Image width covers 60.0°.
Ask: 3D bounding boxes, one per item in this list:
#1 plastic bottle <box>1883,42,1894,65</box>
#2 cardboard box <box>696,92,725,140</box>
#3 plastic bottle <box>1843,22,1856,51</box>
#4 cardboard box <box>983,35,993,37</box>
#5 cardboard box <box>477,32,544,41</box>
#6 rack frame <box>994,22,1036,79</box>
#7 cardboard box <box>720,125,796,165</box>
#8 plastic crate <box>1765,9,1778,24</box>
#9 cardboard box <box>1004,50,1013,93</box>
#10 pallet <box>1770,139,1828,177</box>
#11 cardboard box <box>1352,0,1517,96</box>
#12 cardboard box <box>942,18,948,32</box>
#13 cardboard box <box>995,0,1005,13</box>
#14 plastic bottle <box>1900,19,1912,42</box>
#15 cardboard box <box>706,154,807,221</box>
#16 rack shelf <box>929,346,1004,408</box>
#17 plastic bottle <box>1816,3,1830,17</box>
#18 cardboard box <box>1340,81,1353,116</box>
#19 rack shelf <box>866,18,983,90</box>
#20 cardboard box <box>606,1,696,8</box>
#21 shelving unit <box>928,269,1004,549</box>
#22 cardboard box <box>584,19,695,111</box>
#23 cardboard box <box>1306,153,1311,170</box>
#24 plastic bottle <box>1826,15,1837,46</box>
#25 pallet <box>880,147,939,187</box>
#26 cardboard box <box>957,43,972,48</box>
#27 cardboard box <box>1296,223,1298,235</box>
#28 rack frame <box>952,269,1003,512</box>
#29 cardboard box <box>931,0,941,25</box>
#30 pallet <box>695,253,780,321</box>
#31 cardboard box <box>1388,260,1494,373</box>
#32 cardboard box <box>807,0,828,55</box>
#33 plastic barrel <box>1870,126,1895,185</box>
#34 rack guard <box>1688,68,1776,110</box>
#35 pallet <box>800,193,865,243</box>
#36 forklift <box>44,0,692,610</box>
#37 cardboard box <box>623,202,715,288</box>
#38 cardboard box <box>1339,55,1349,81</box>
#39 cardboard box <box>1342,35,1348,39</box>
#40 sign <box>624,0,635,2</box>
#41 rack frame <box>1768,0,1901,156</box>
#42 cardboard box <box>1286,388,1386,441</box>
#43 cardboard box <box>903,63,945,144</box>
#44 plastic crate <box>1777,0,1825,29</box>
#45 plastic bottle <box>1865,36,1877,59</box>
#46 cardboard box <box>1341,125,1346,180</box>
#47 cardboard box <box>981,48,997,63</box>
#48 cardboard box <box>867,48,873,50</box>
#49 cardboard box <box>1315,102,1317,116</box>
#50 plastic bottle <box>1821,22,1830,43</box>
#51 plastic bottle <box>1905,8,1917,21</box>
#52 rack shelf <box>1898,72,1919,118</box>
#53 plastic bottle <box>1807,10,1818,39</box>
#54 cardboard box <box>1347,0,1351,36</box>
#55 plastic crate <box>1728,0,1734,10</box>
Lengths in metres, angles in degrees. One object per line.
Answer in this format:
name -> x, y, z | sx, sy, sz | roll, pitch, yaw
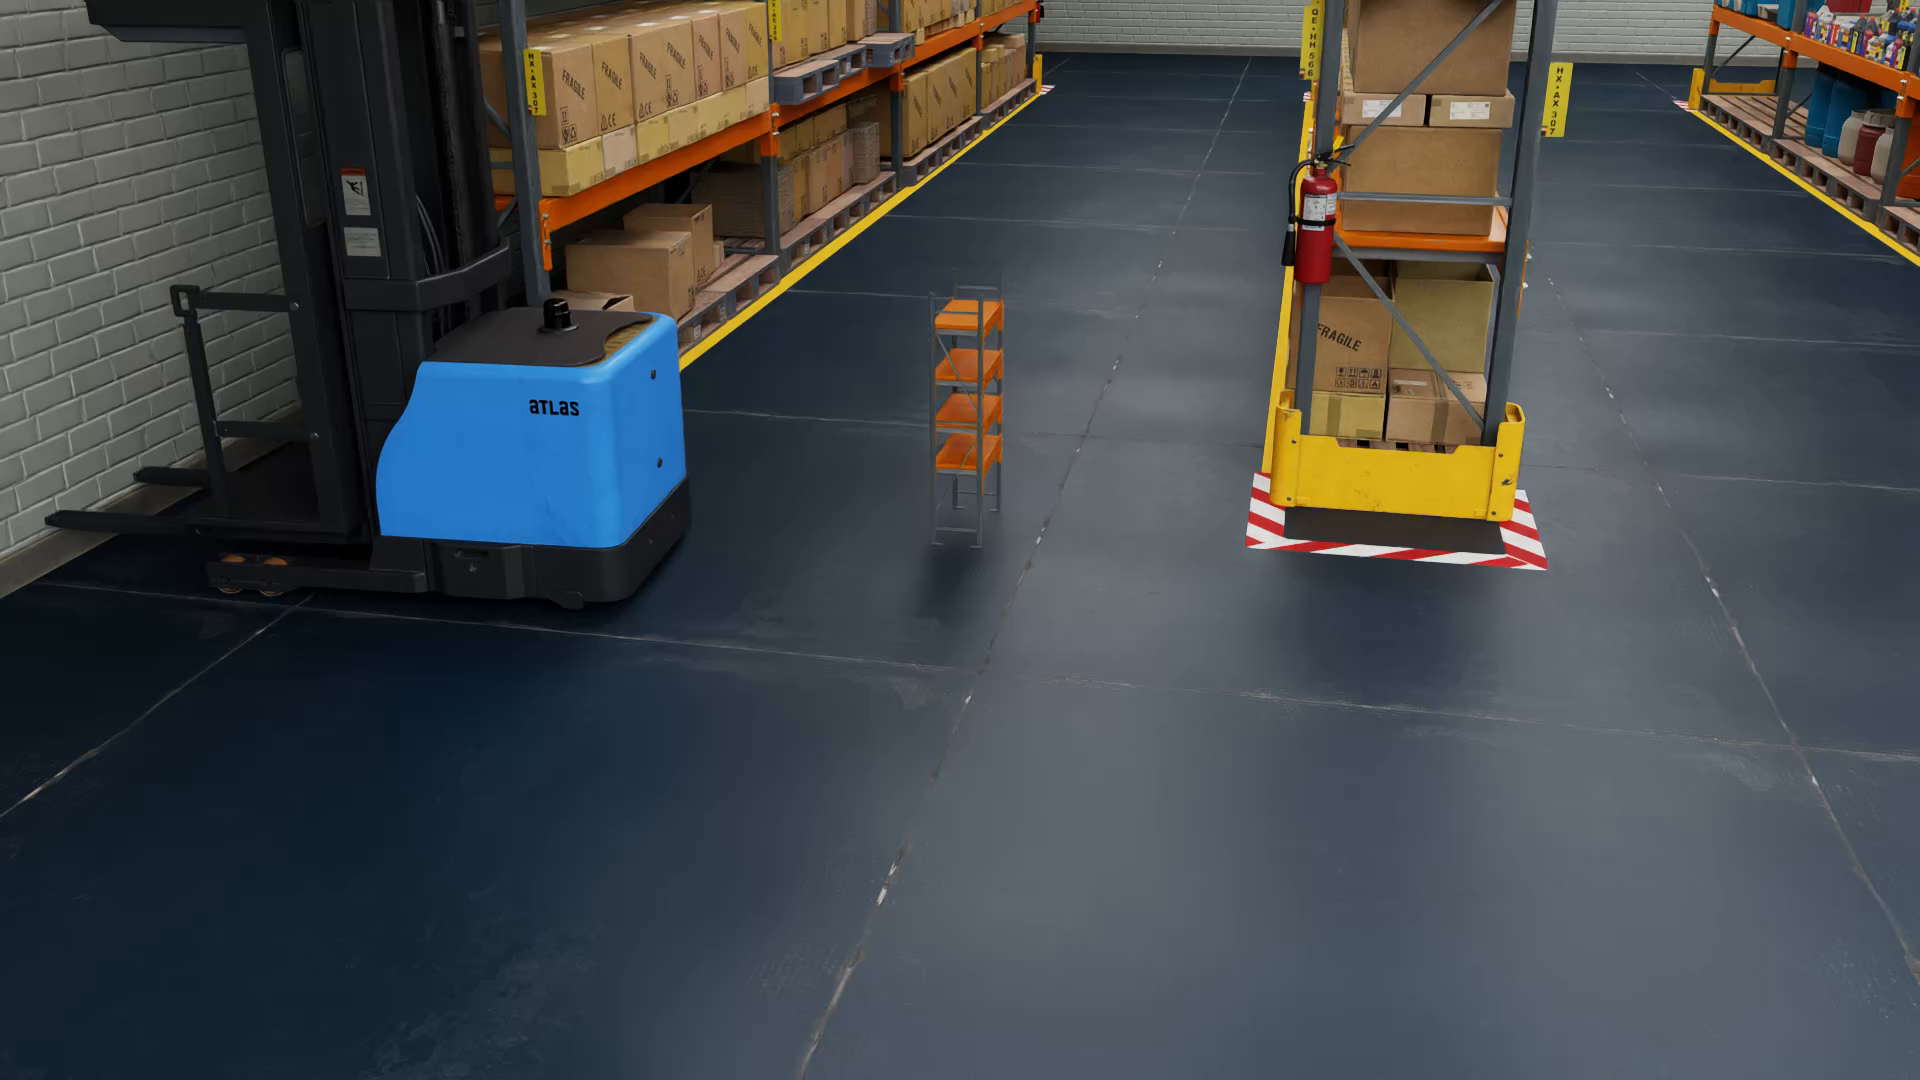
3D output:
plastic bottle -> 8.405, -4.389, 15.002 | 0.097, 0.201, 0.097 | 0, 22, 0
cardboard box -> -1.880, -2.809, 10.986 | 0.500, 0.250, 0.500 | 4, 22, 11
plastic bottle -> 8.674, -4.903, 16.185 | 0.097, 0.271, 0.097 | 0, 22, 0
cardboard box -> 0.248, -6.769, 22.561 | 0.380, 0.149, 0.250 | 5, 22, 11
cardboard box -> -2.698, -2.629, 9.535 | 0.500, 0.500, 0.500 | 5, 22, 12
rack frame -> 0.566, -7.821, 23.257 | 1.000, 3.000, 0.127 | 4, 22, 11
cardboard box -> -1.662, -3.256, 13.677 | 0.500, 0.250, 0.500 | 4, 22, 10
plastic crate -> 9.414, -5.933, 18.857 | 0.437, 0.125, 0.590 | 4, 22, 11
cardboard box -> 0.317, -6.225, 22.080 | 0.700, 0.500, 0.500 | 4, 22, 9
pallet -> 9.250, -4.030, 17.578 | 1.003, 0.211, 1.213 | 4, 22, 11
cardboard box -> 2.270, -2.430, 8.002 | 0.700, 0.500, 0.500 | 5, 22, 11
cardboard box -> -0.344, -5.644, 18.162 | 0.380, 0.149, 0.250 | 4, 22, 9
cardboard box -> 0.031, -6.961, 20.720 | 0.980, 0.700, 0.700 | 4, 22, 10
plastic bottle -> 9.354, -5.010, 16.449 | 0.097, 0.271, 0.097 | 0, 22, 0
cardboard box -> -1.692, -2.940, 13.895 | 0.700, 0.500, 0.500 | 4, 22, 10
rack shelf -> 0.034, -0.762, 7.721 | 0.258, 0.148, 0.480 | 4, 22, 11
plastic bottle -> 9.051, -5.461, 17.464 | 0.144, 0.351, 0.185 | 4, 22, 11
cardboard box -> 2.095, -2.190, 8.275 | 0.380, 0.149, 0.250 | 5, 22, 12
rack shelf -> -0.658, -5.293, 17.943 | 1.077, 0.370, 4.000 | 4, 22, 11
cardboard box -> -2.183, -3.564, 11.857 | 0.500, 0.500, 0.500 | 4, 22, 10
shelving unit -> 0.034, -0.617, 7.780 | 0.258, 1.200, 0.503 | 4, 22, 11
cardboard box -> -1.991, -2.967, 10.374 | 0.500, 0.500, 0.500 | 5, 23, 13
cardboard box -> 3.184, -3.150, 14.027 | 0.500, 0.311, 0.500 | 4, 22, 9
plastic bottle -> 8.775, -5.122, 16.712 | 0.061, 0.283, 0.133 | 4, 22, 11
pallet -> -0.832, -3.884, 17.215 | 1.003, 0.211, 1.213 | 4, 22, 11
cardboard box -> -0.010, -6.303, 21.405 | 0.380, 0.149, 0.250 | 5, 22, 11
cardboard box -> 2.263, -1.628, 9.996 | 0.500, 0.500, 0.500 | 4, 22, 11
rack frame -> 0.084, -0.706, 8.001 | 0.240, 1.200, 0.015 | 4, 22, 11
cardboard box -> -0.498, -5.619, 17.231 | 0.500, 0.500, 0.500 | 4, 22, 11
pallet -> -1.985, -1.890, 12.264 | 1.003, 0.211, 1.213 | 4, 22, 11
cardboard box -> 2.579, -1.222, 8.988 | 0.500, 0.500, 0.500 | 4, 22, 11
cardboard box -> -1.521, -4.313, 13.825 | 0.700, 0.500, 0.500 | 8, 23, 18
plastic barrel -> 8.743, -3.574, 15.481 | 0.421, 0.512, 0.421 | 0, 22, 0
rack guard -> 10.257, -5.916, 21.873 | 1.175, 0.500, 0.348 | 4, 22, 11
pallet -> -1.478, -2.871, 14.699 | 1.003, 0.211, 1.213 | 4, 22, 11
forklift -> -2.830, -1.304, 7.167 | 3.031, 2.935, 1.130 | 3, 22, 8
cardboard box -> -2.055, -2.094, 11.795 | 0.500, 0.500, 0.500 | 3, 22, 7
cardboard box -> 2.357, -2.662, 9.446 | 0.380, 0.149, 0.250 | 4, 22, 10
cardboard box -> 2.621, -3.133, 10.616 | 0.380, 0.149, 0.250 | 4, 22, 10
sign -> -2.427, -4.010, 12.245 | 0.100, 0.325, 0.005 | 4, 22, 11
rack frame -> 9.448, -5.603, 17.749 | 1.000, 3.000, 0.127 | 4, 22, 11
cardboard box -> 1.972, -0.731, 8.772 | 0.500, 0.250, 0.500 | 4, 22, 11
cardboard box -> -0.603, -4.671, 17.753 | 0.750, 0.750, 0.750 | 4, 22, 11
plastic crate -> 9.210, -5.820, 18.230 | 0.392, 0.384, 0.575 | 4, 22, 11
plastic bottle -> 8.525, -4.602, 15.532 | 0.097, 0.201, 0.097 | 0, 22, 0
cardboard box -> 2.469, -2.183, 9.124 | 0.700, 0.500, 0.500 | 5, 22, 11
cardboard box -> 0.251, -6.071, 20.828 | 0.380, 0.149, 0.250 | 5, 23, 13
cardboard box -> -0.773, -4.890, 16.291 | 0.380, 0.149, 0.250 | 4, 22, 10
cardboard box -> 4.263, -4.868, 18.682 | 0.500, 0.500, 0.500 | 3, 22, 8
plastic bottle -> 8.836, -5.160, 16.918 | 0.097, 0.201, 0.097 | 0, 22, 0
plastic bottle -> 9.543, -5.151, 16.694 | 0.144, 0.351, 0.185 | 4, 22, 11
rack shelf -> 8.224, -3.075, 12.435 | 1.077, 0.370, 4.000 | 4, 22, 11
plastic bottle -> 8.929, -5.398, 17.398 | 0.061, 0.283, 0.133 | 4, 22, 11
cardboard box -> 2.781, -3.356, 10.301 | 0.700, 0.500, 0.500 | 4, 22, 11
plastic crate -> 9.758, -6.710, 20.642 | 0.416, 0.233, 0.300 | 4, 22, 11
